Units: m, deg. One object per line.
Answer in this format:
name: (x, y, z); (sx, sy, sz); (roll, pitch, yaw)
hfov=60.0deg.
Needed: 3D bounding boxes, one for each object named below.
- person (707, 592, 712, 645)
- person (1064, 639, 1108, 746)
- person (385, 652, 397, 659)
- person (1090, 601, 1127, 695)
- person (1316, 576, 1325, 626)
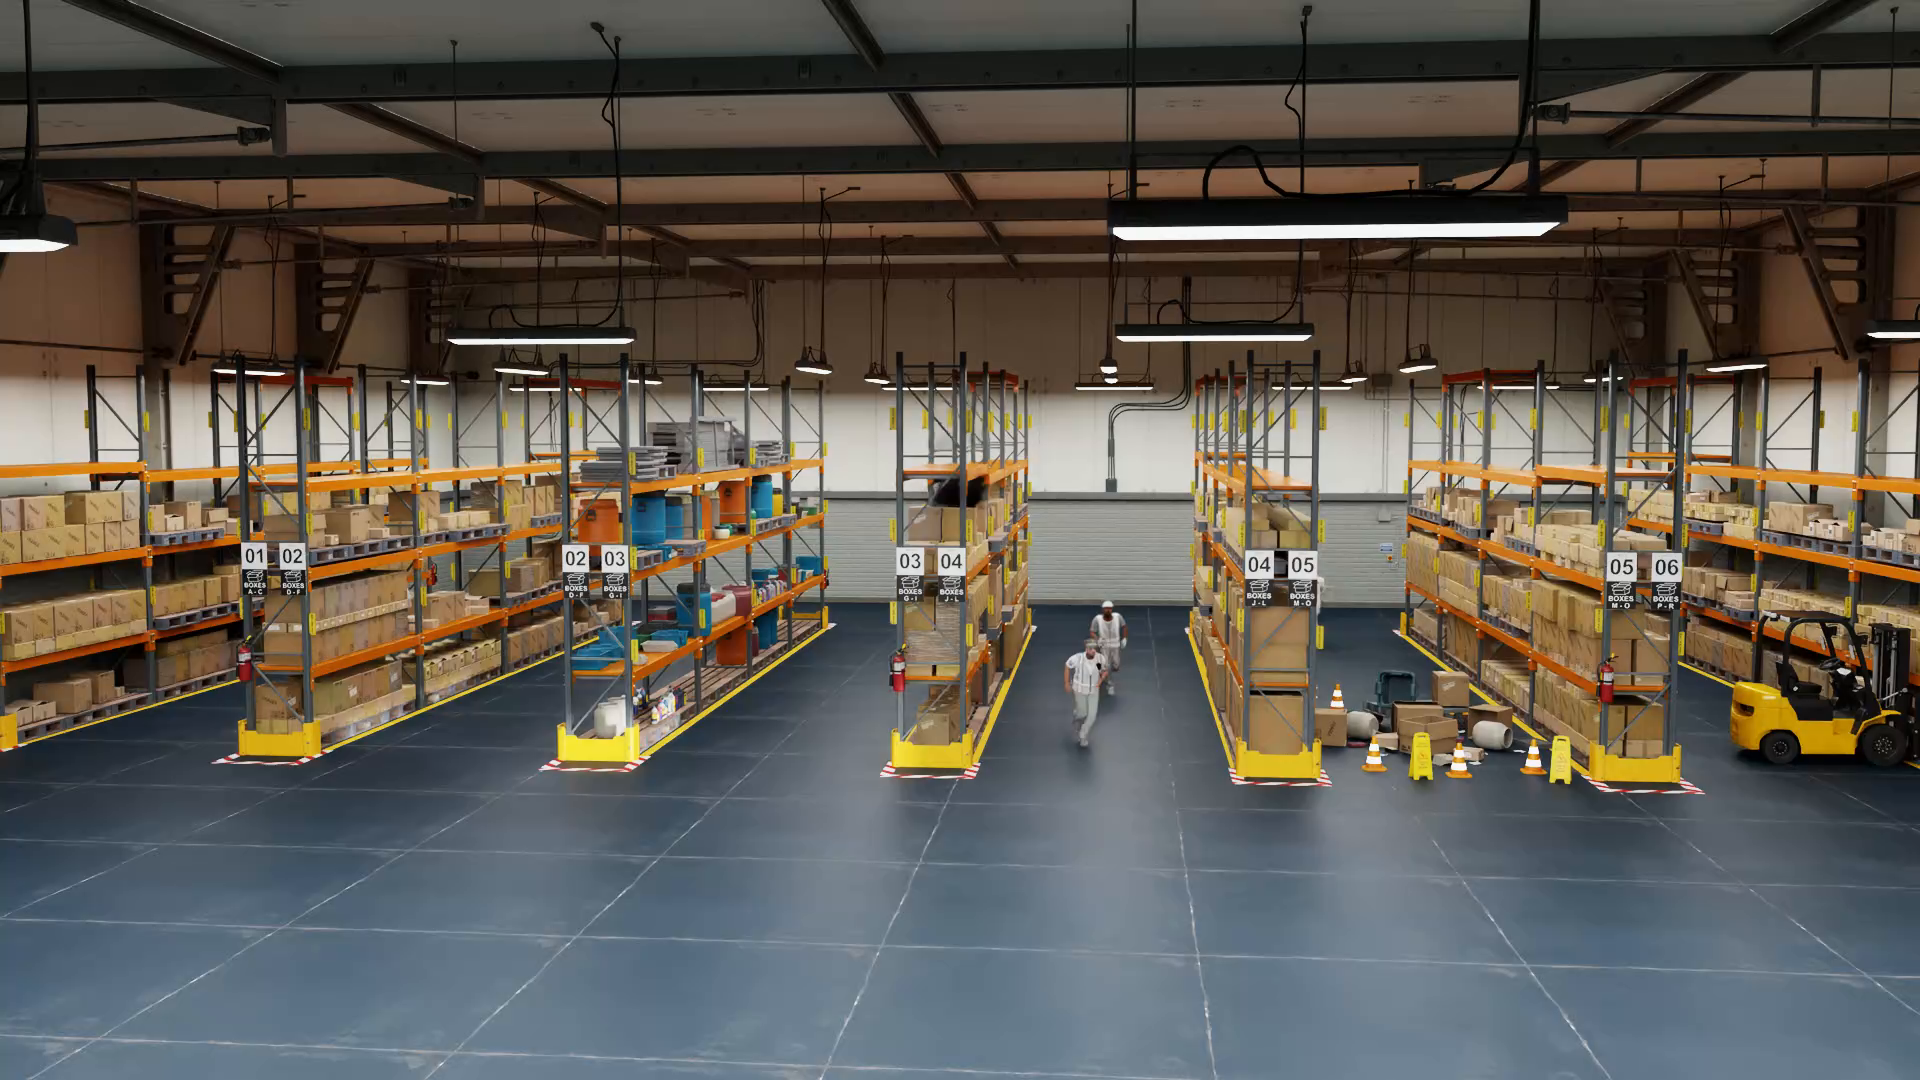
person: (-5.637, 1.625, 36.223); (0.591, 1.649, 0.827); (1, 4, 7)
person: (1.955, 2.345, 25.796); (0.655, 1.701, 0.762); (-1, 4, -16)
person: (-12.071, 1.671, 34.772); (0.674, 1.733, 0.611); (-1, 4, -7)
person: (2.745, 1.976, 30.690); (0.725, 1.731, 0.709); (0, 4, -6)
person: (8.014, 1.430, 38.062); (0.690, 1.733, 0.715); (-1, 4, -13)
